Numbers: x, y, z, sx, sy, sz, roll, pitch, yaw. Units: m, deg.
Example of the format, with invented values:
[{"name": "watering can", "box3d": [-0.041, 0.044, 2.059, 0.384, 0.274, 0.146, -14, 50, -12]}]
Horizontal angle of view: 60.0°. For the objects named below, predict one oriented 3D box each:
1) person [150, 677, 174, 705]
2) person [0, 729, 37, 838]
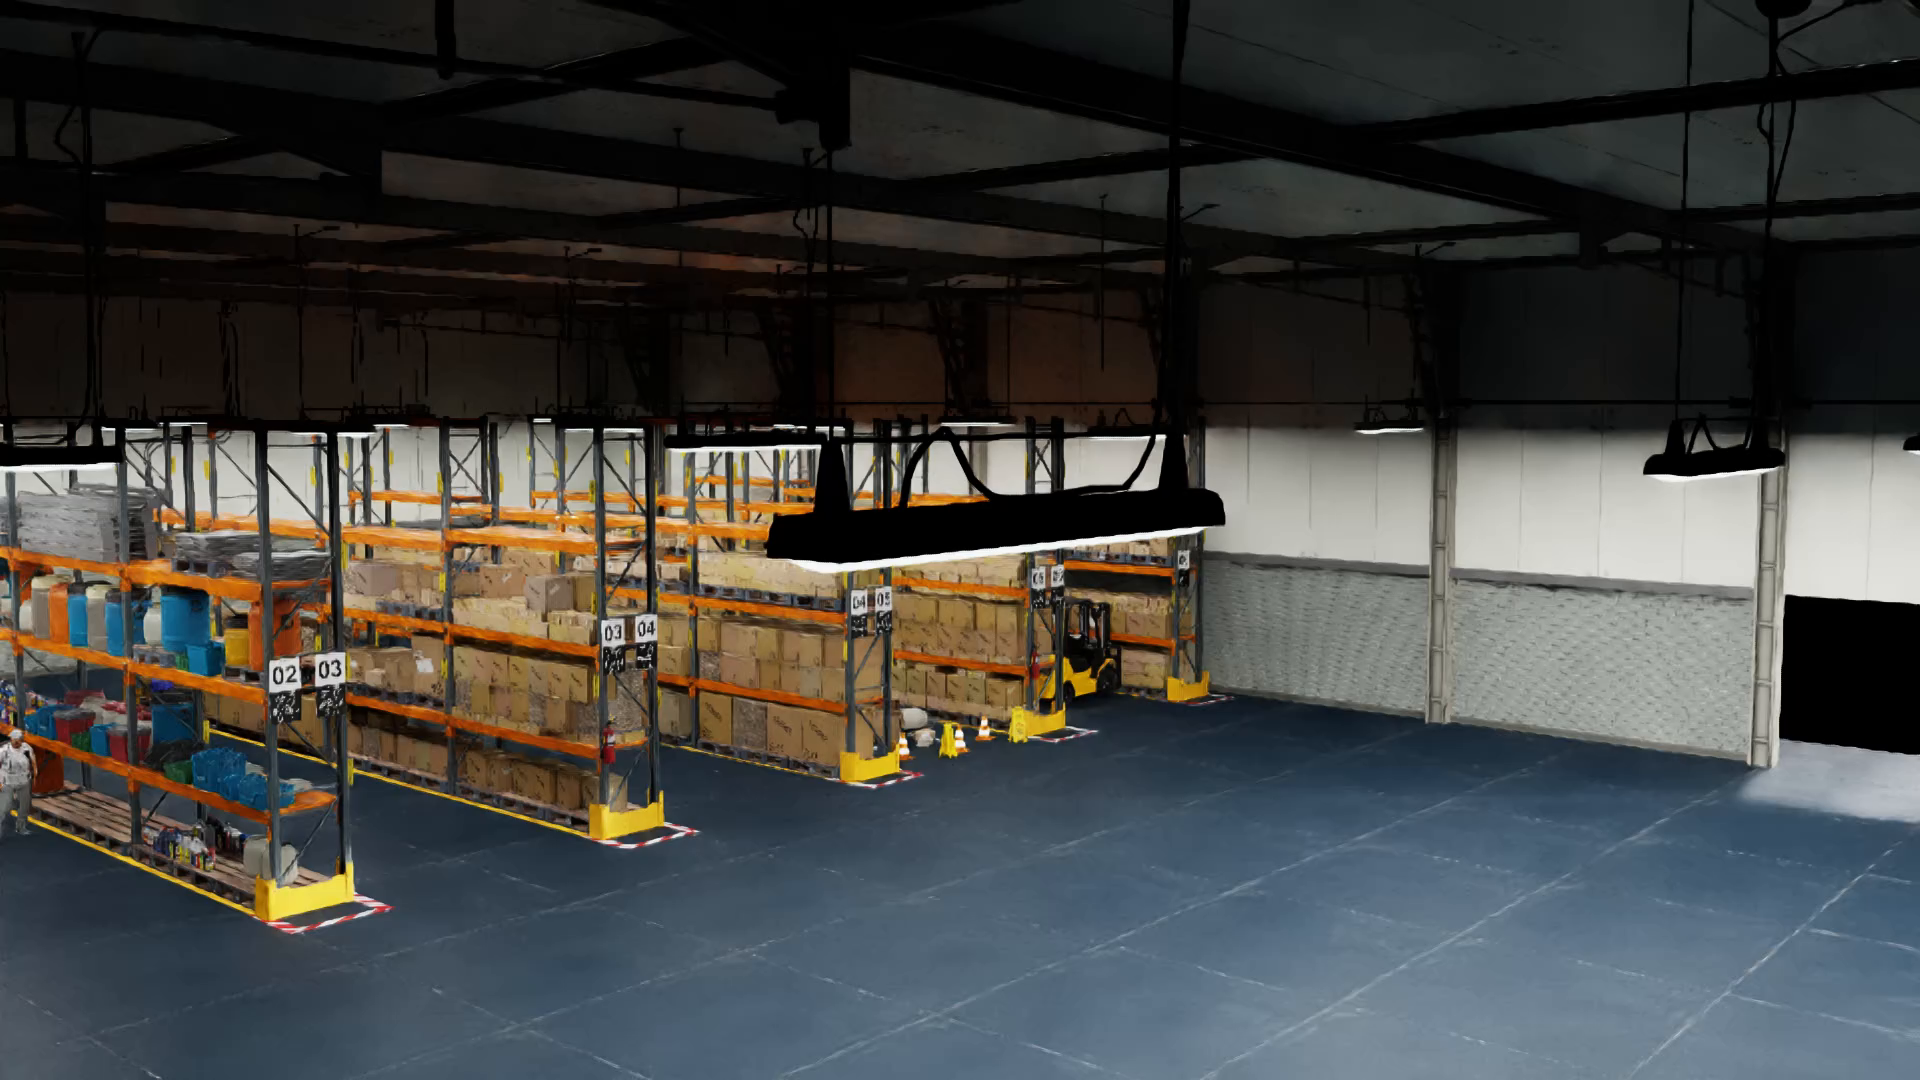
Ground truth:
[{"name": "person", "box3d": [-14.580, 3.007, 30.435, 1.088, 1.560, 0.447, 4, 6, 43]}, {"name": "person", "box3d": [-13.746, 3.526, 24.181, 0.582, 1.611, 0.625, 4, 6, 40]}]
